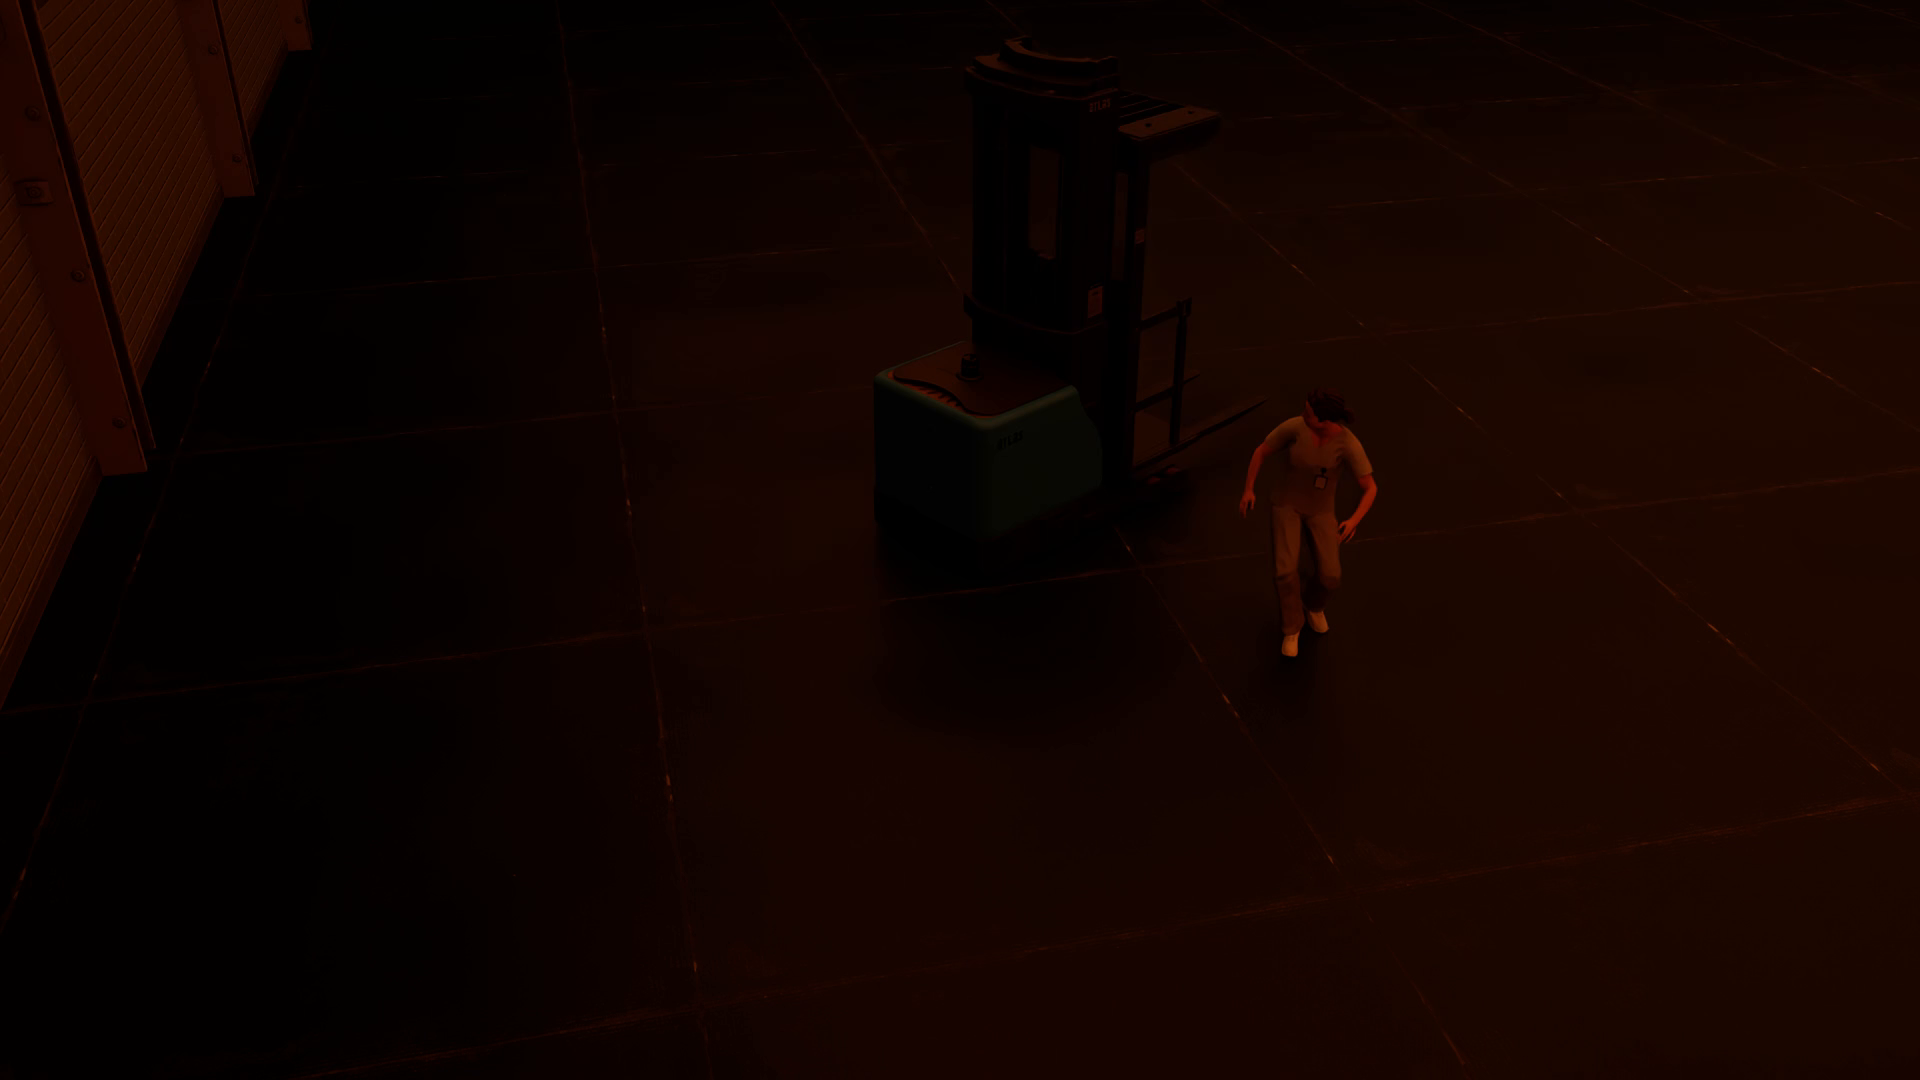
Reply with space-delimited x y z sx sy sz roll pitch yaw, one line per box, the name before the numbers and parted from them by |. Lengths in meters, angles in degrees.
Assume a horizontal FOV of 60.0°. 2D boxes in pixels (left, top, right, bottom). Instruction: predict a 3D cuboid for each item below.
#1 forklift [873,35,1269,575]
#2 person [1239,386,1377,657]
forklift | 0.868 -1.684 10.484 3.031 2.935 1.130 -26 39 -37
person | 1.889 -0.107 9.119 0.718 1.570 0.698 6 31 10
